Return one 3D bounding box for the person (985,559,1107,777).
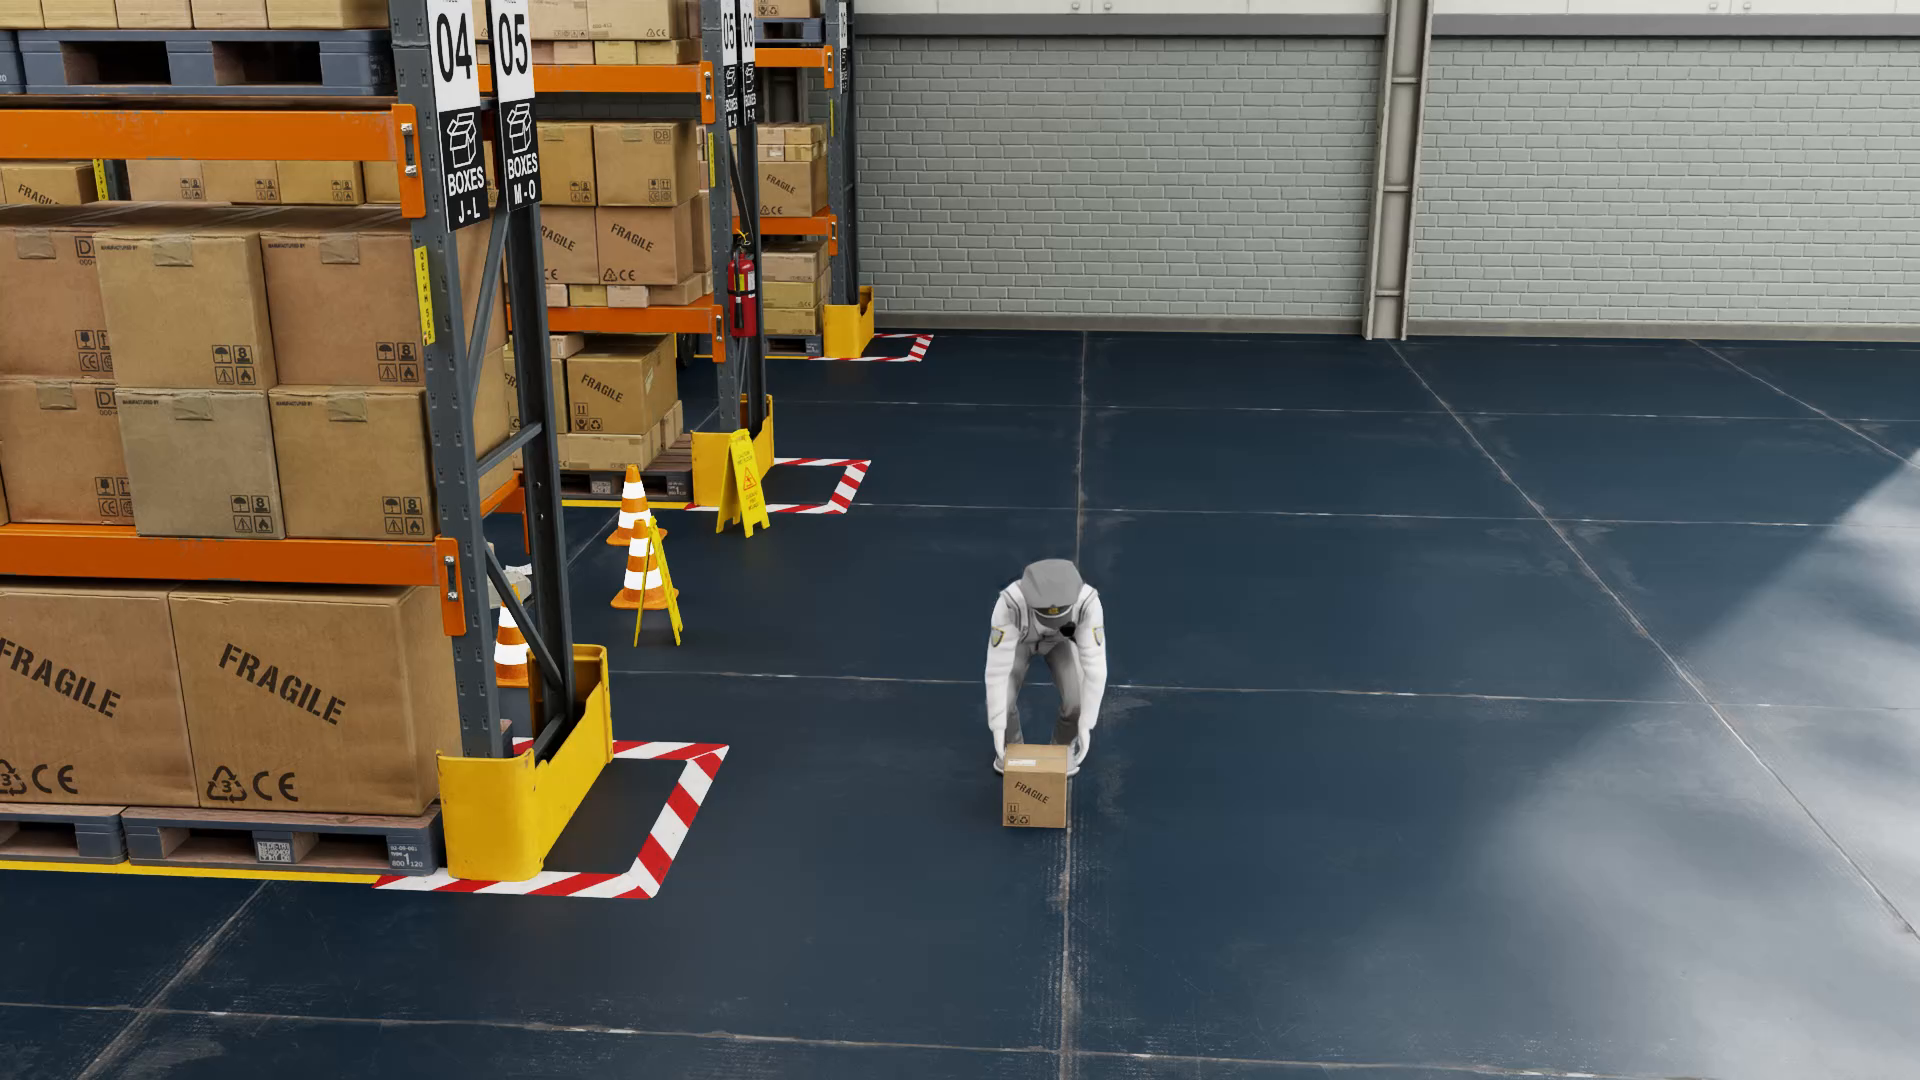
[{"bbox_3d":[0.362,0.512,6.958,0.502,1.051,0.832,1,18,4],"label":"person"}]
